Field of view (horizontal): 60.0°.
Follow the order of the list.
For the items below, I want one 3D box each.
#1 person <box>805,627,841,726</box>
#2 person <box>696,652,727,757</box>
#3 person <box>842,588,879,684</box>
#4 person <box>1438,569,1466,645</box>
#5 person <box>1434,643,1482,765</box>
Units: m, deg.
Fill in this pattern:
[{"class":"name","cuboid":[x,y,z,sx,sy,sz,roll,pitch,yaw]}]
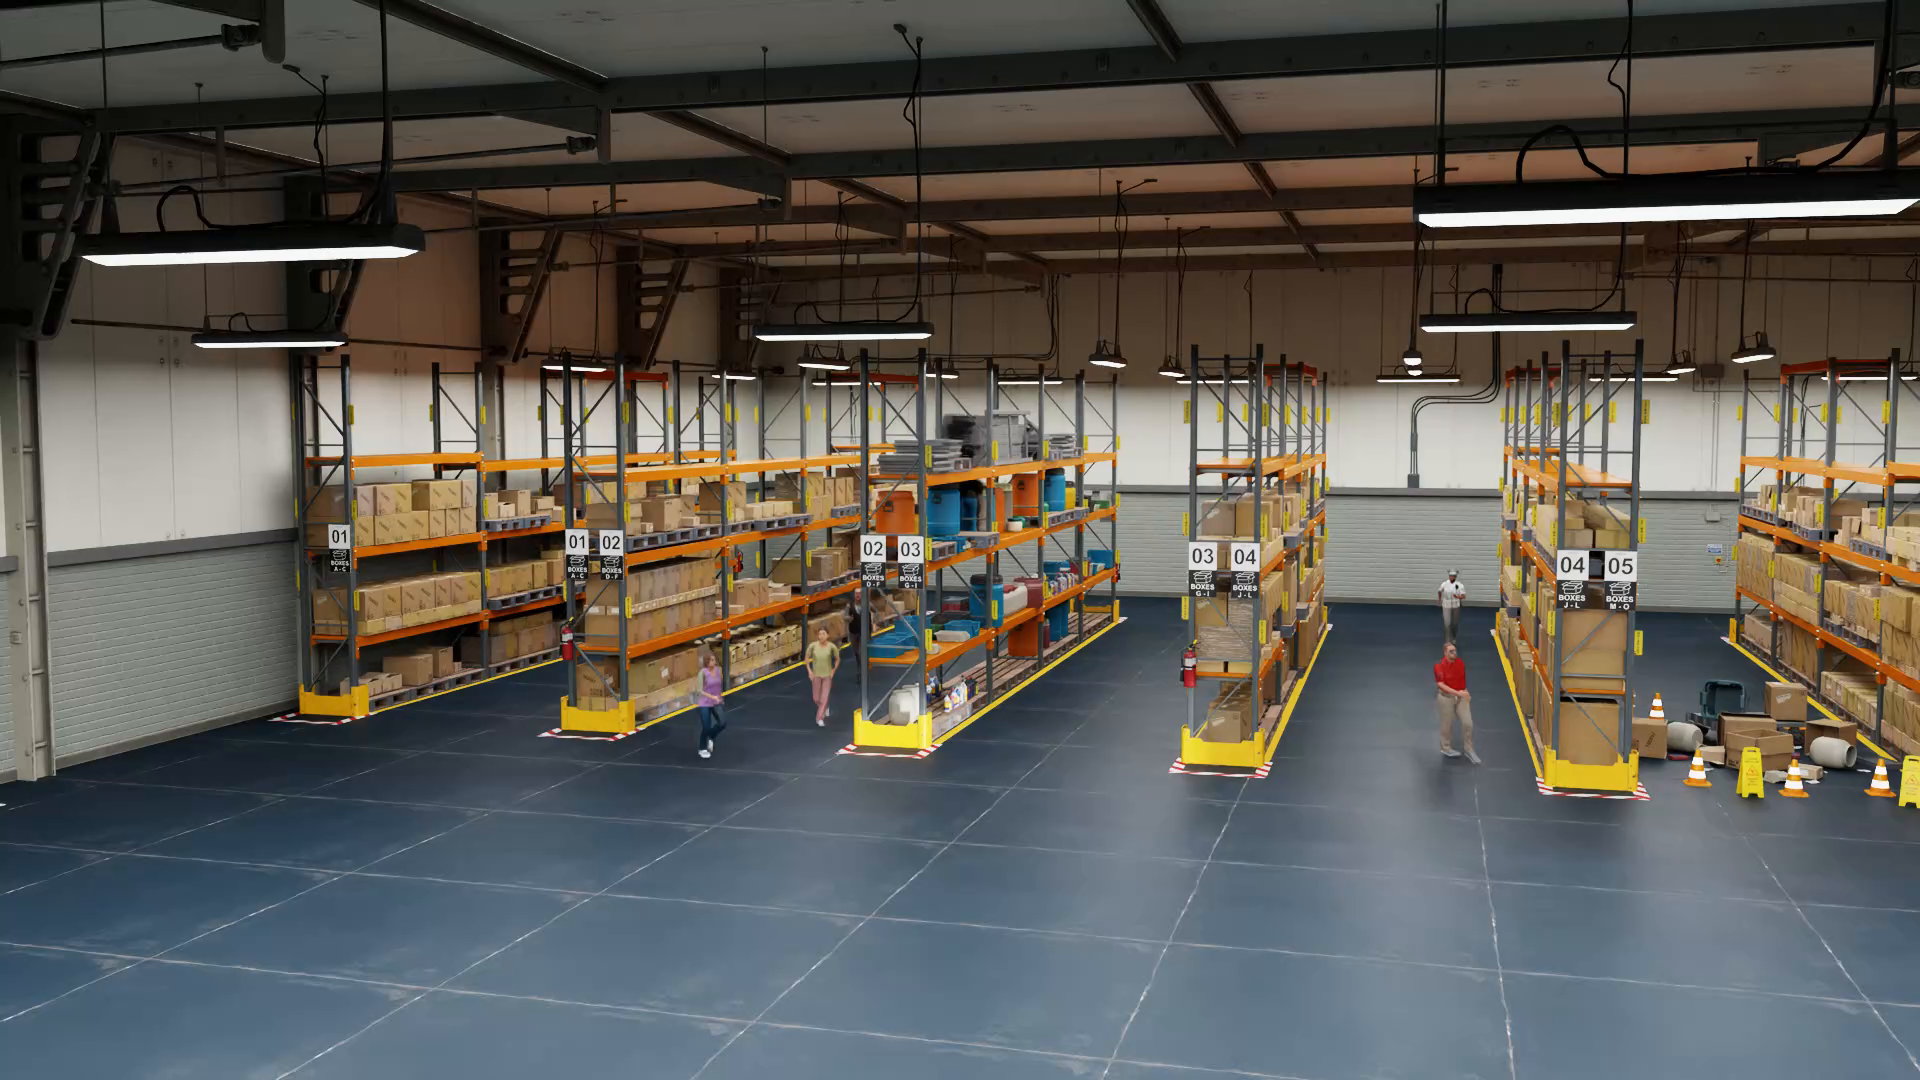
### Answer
[{"class":"person","cuboid":[-2.217,2.191,26.909,0.581,1.609,0.546,0,4,1]},{"class":"person","cuboid":[-3.611,2.405,24.221,0.518,1.554,0.630,-4,6,-43]},{"class":"person","cuboid":[-1.887,1.787,31.318,0.615,1.776,0.867,1,4,14]},{"class":"person","cuboid":[10.528,1.470,35.600,0.556,1.715,0.882,1,4,12]},{"class":"person","cuboid":[7.135,2.350,24.030,0.656,1.754,0.726,-1,4,-12]}]
